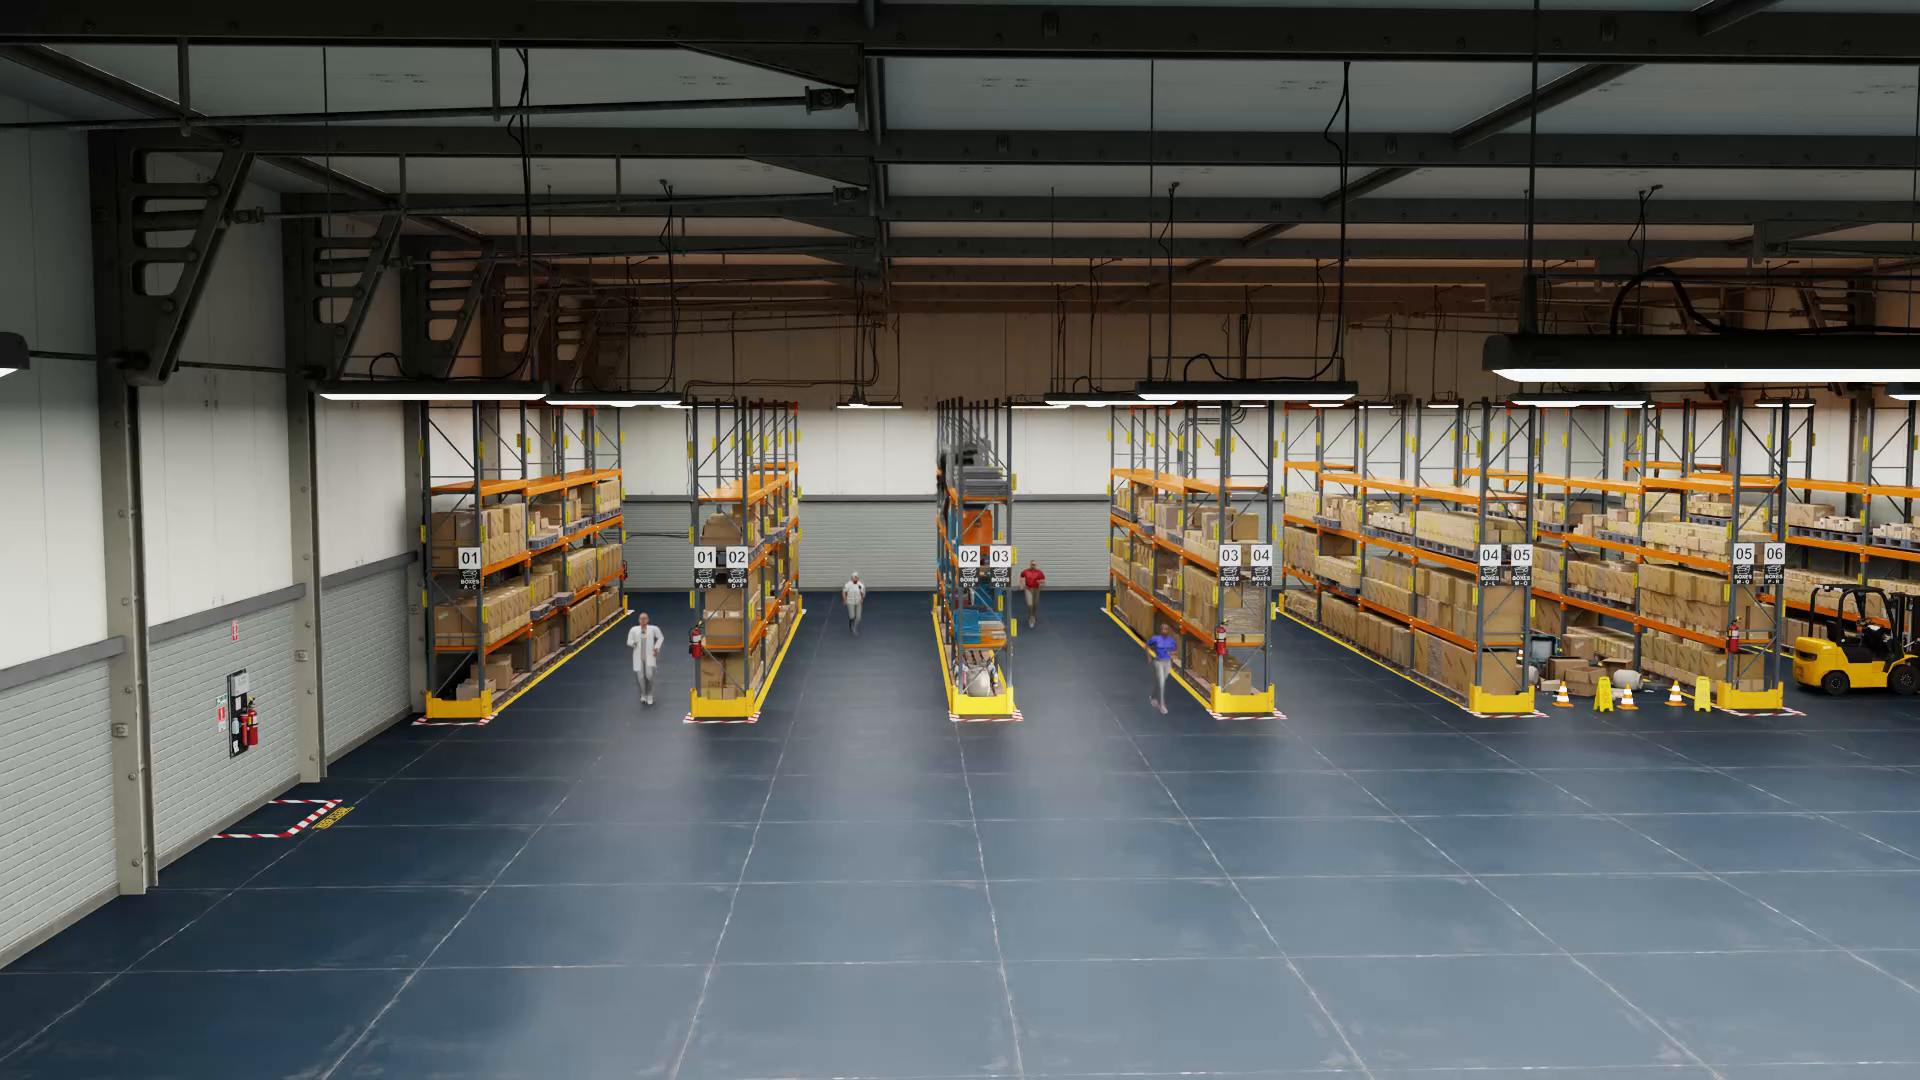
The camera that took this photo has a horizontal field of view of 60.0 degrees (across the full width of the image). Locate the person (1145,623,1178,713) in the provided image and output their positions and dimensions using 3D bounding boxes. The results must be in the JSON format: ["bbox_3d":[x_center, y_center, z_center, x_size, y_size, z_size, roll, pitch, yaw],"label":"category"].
[{"bbox_3d":[3.870,2.406,31.710,0.555,1.641,0.950,-2,5,-20],"label":"person"}]

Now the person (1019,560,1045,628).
[{"bbox_3d":[1.938,1.428,44.447,0.634,1.790,0.892,-1,4,-10],"label":"person"}]

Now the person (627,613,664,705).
[{"bbox_3d":[-6.169,2.337,32.520,0.687,1.805,0.734,0,4,-3],"label":"person"}]

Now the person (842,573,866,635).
[{"bbox_3d":[-2.691,1.636,42.489,0.592,1.616,0.588,-1,5,-12],"label":"person"}]
